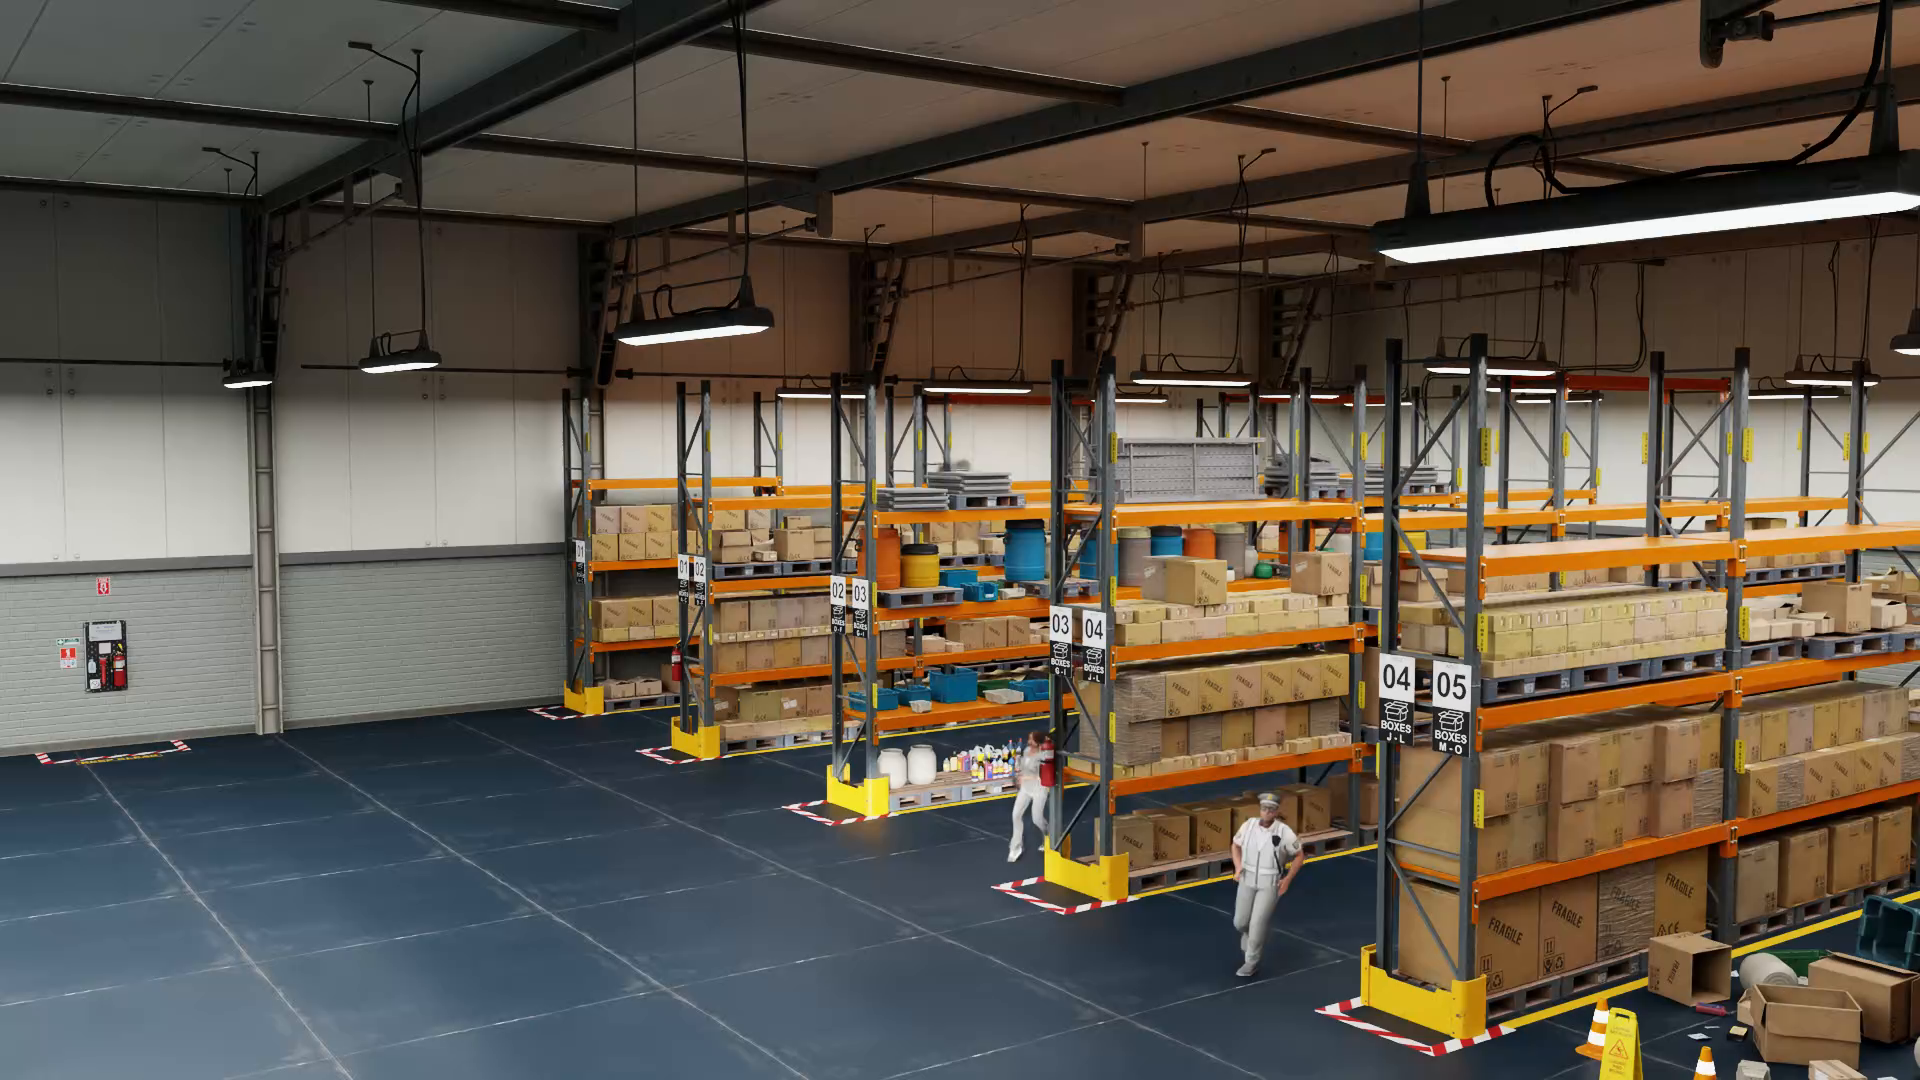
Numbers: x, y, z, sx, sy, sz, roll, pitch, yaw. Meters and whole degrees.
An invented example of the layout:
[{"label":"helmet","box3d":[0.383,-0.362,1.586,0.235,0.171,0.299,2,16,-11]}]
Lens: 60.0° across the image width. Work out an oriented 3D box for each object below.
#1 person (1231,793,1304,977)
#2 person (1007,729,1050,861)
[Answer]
[{"label":"person","box3d":[2.947,3.273,15.995,0.705,1.742,0.718,2,4,24]},{"label":"person","box3d":[0.943,3.097,20.201,0.740,1.637,0.551,-4,5,-44]}]
